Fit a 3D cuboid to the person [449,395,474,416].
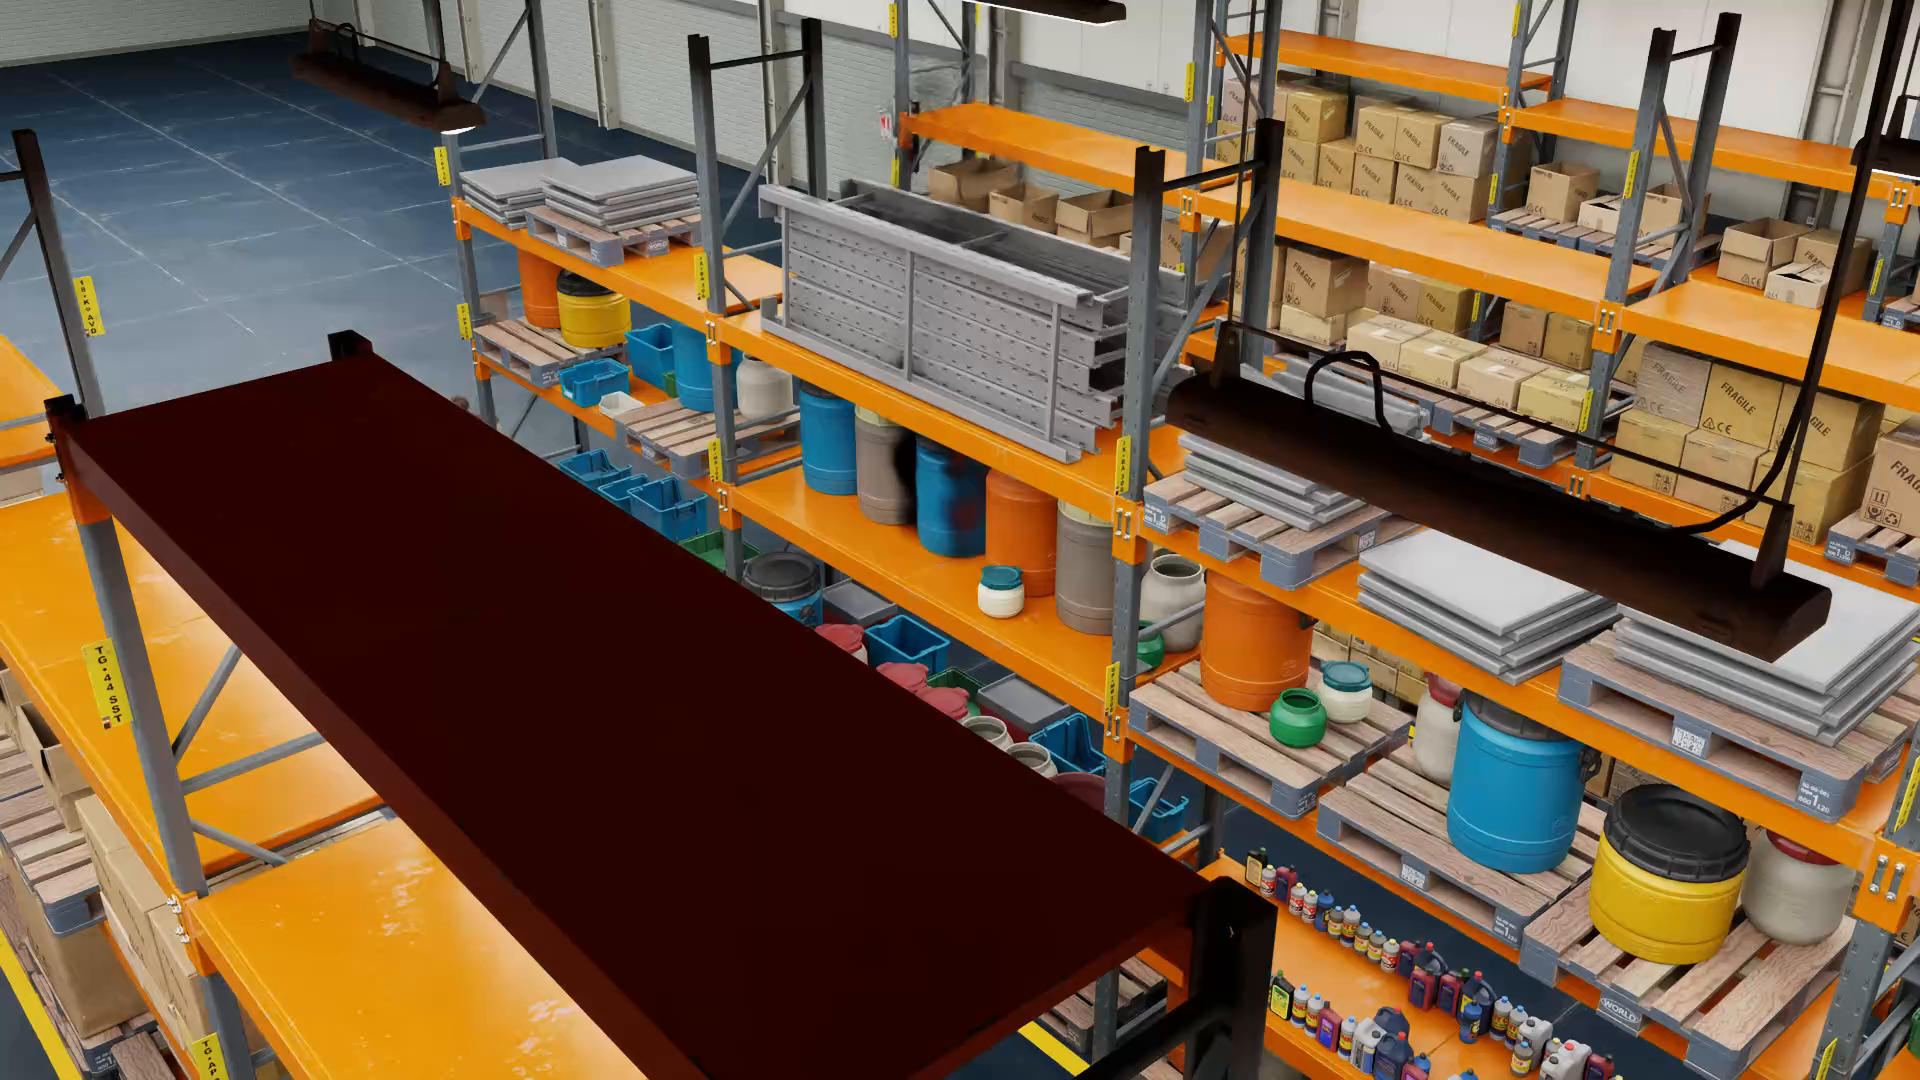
[{"bbox_3d":[-5.061,-0.674,17.097,0.694,1.714,0.602,-2,27,-4],"label":"person"}]
